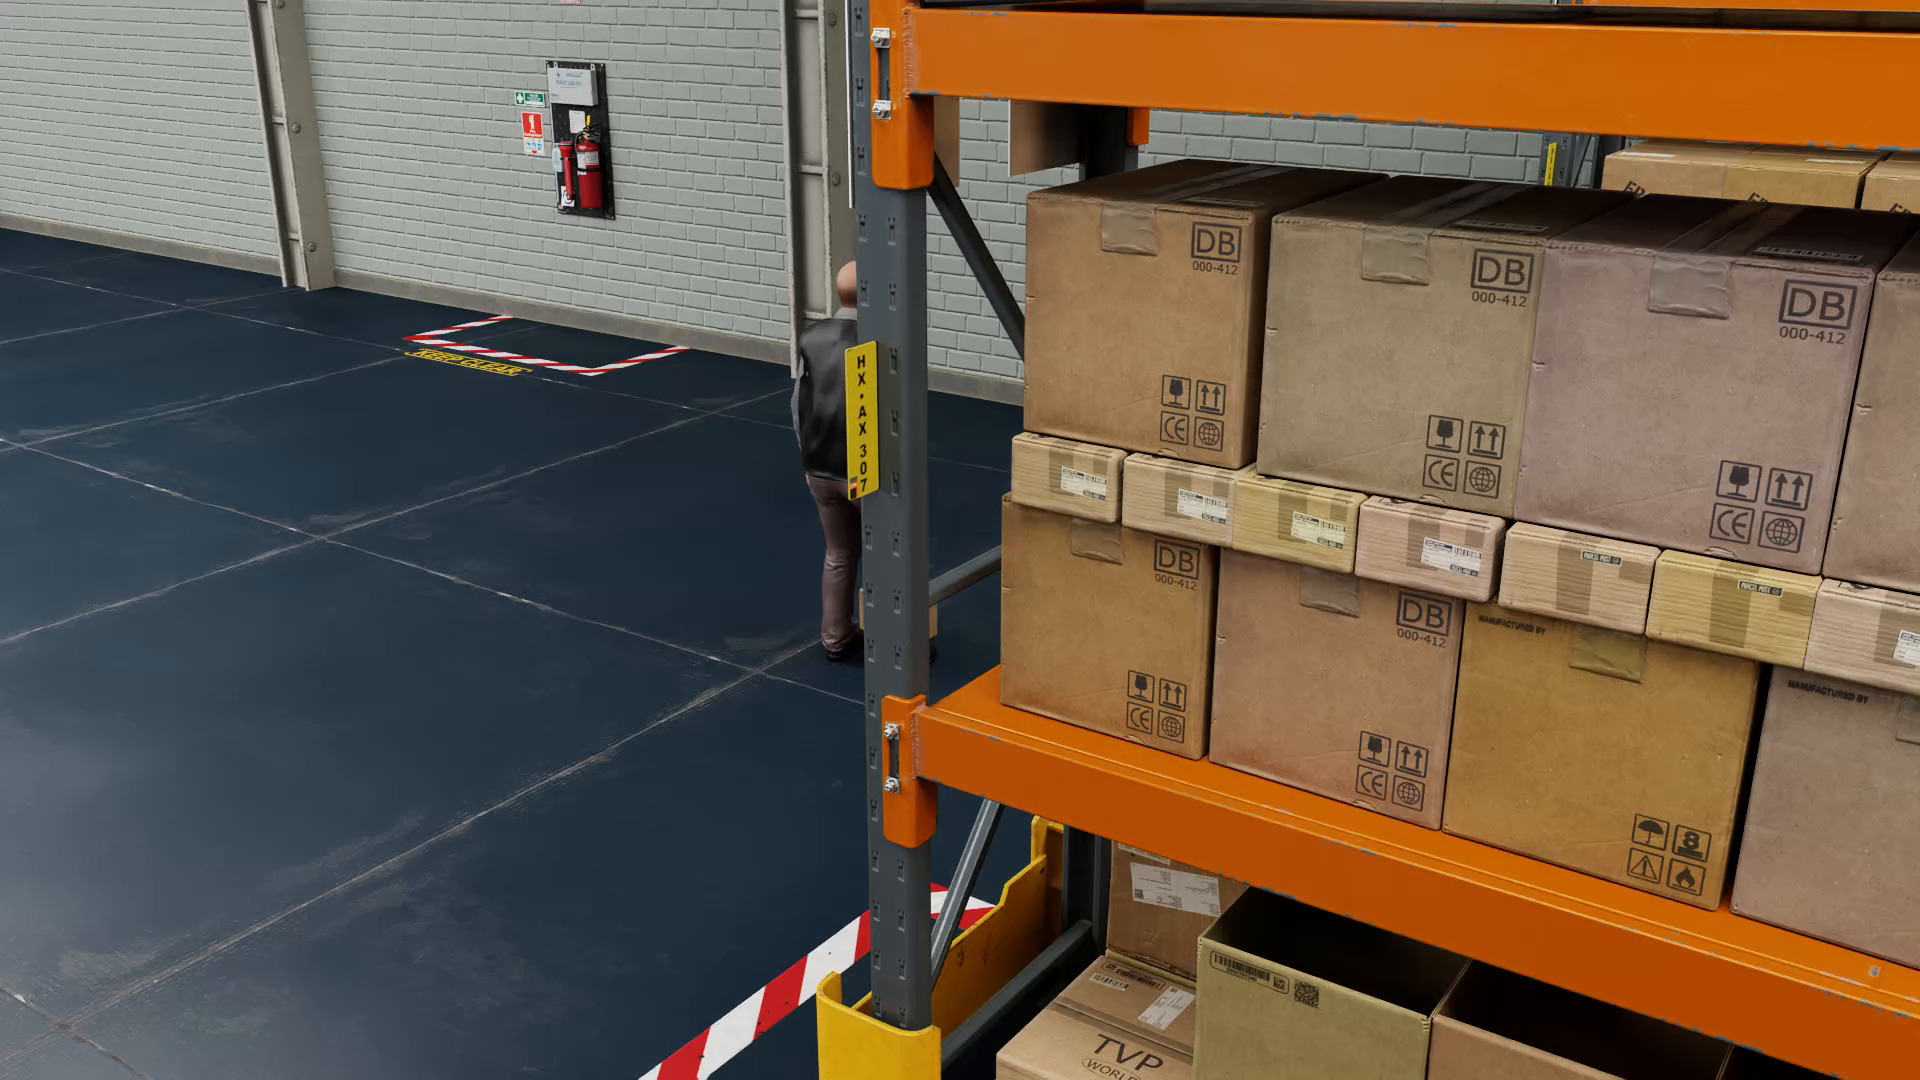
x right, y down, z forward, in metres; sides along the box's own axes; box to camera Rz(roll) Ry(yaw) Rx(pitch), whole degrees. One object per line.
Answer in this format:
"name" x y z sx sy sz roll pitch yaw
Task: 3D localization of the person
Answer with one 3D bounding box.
"person" -0.430 -0.292 6.925 0.594 1.721 0.418 11 23 29
